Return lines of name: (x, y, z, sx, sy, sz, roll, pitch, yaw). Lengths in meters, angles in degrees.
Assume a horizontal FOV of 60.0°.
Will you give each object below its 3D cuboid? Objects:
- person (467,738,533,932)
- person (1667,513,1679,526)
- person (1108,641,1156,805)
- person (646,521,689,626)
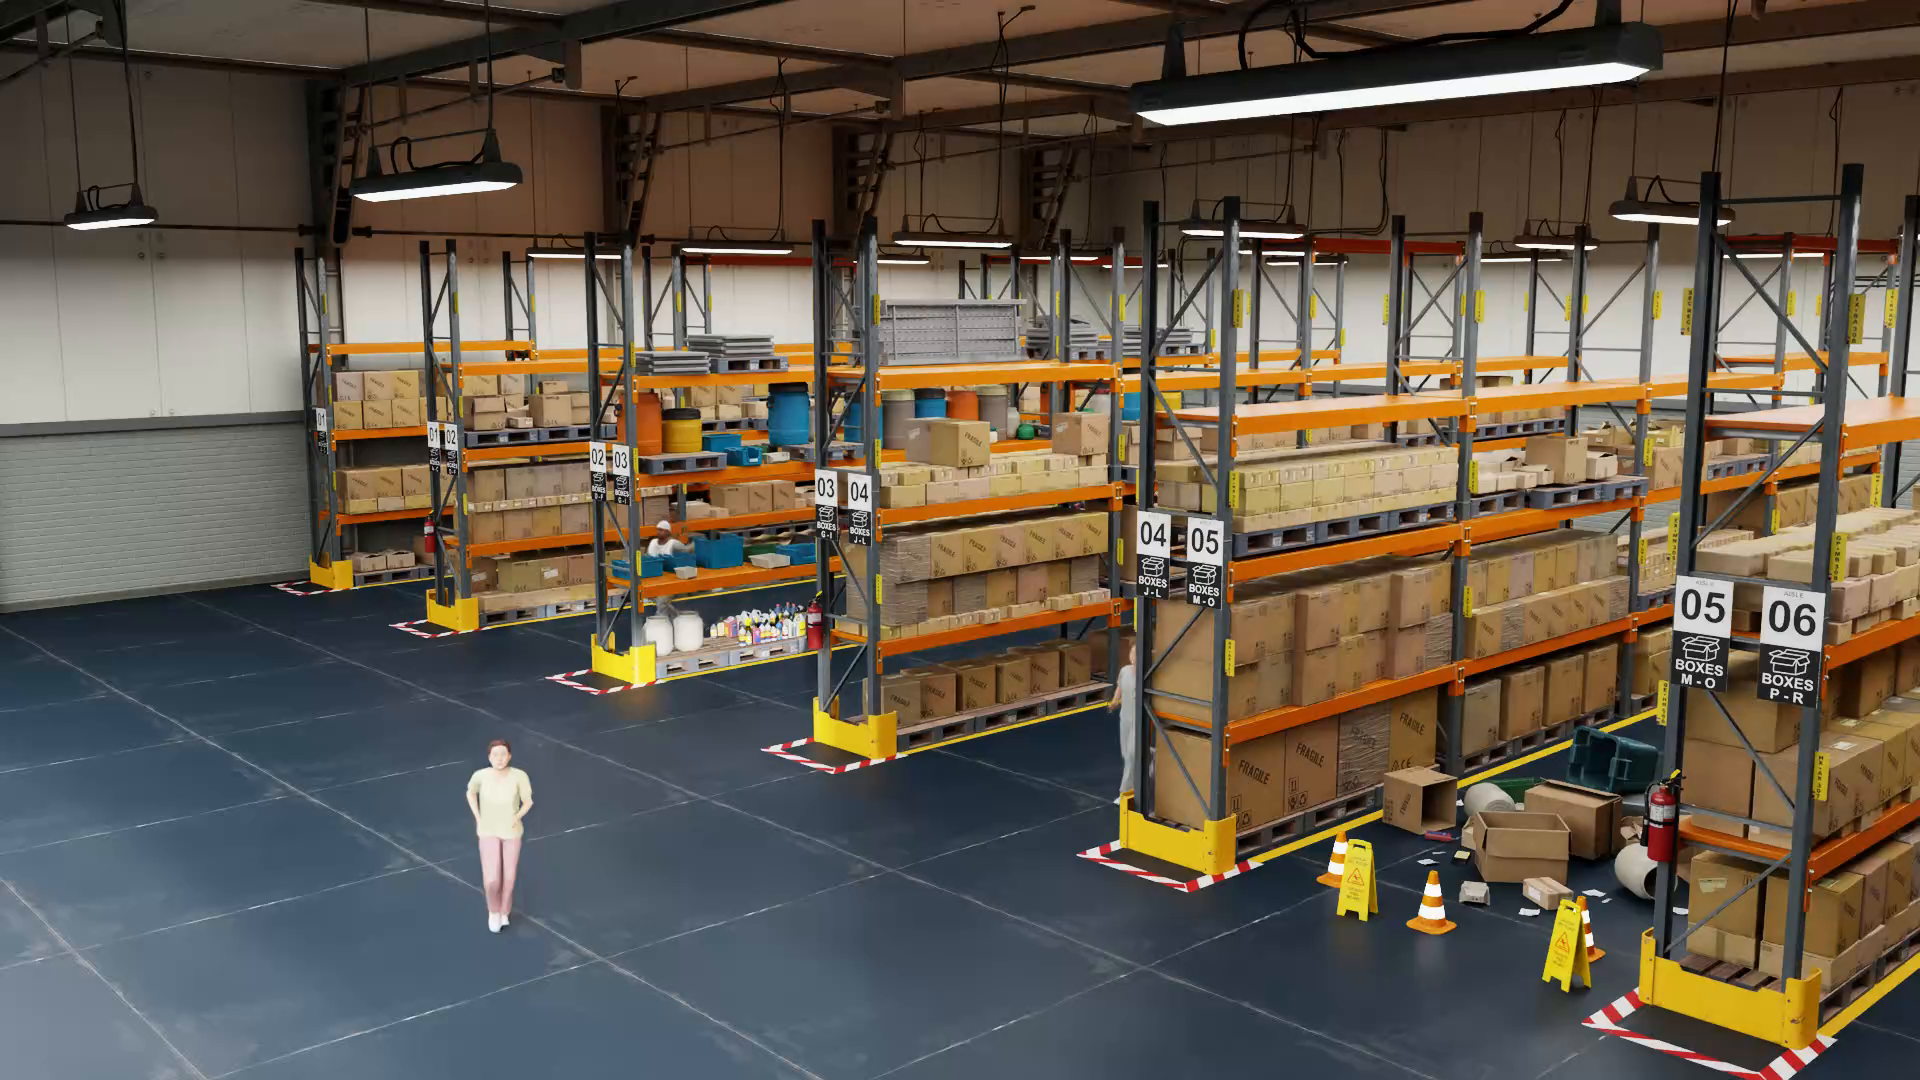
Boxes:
person: (-3.712, 2.390, 13.477, 0.502, 1.620, 0.667, -3, 9, -20)
person: (11.194, 0.452, 26.163, 0.986, 1.753, 0.712, -8, 11, -42)
person: (1.850, 1.855, 17.187, 0.568, 1.653, 0.843, 6, 10, 37)
person: (-4.464, 0.591, 24.967, 0.690, 1.762, 0.972, 5, 10, 29)
